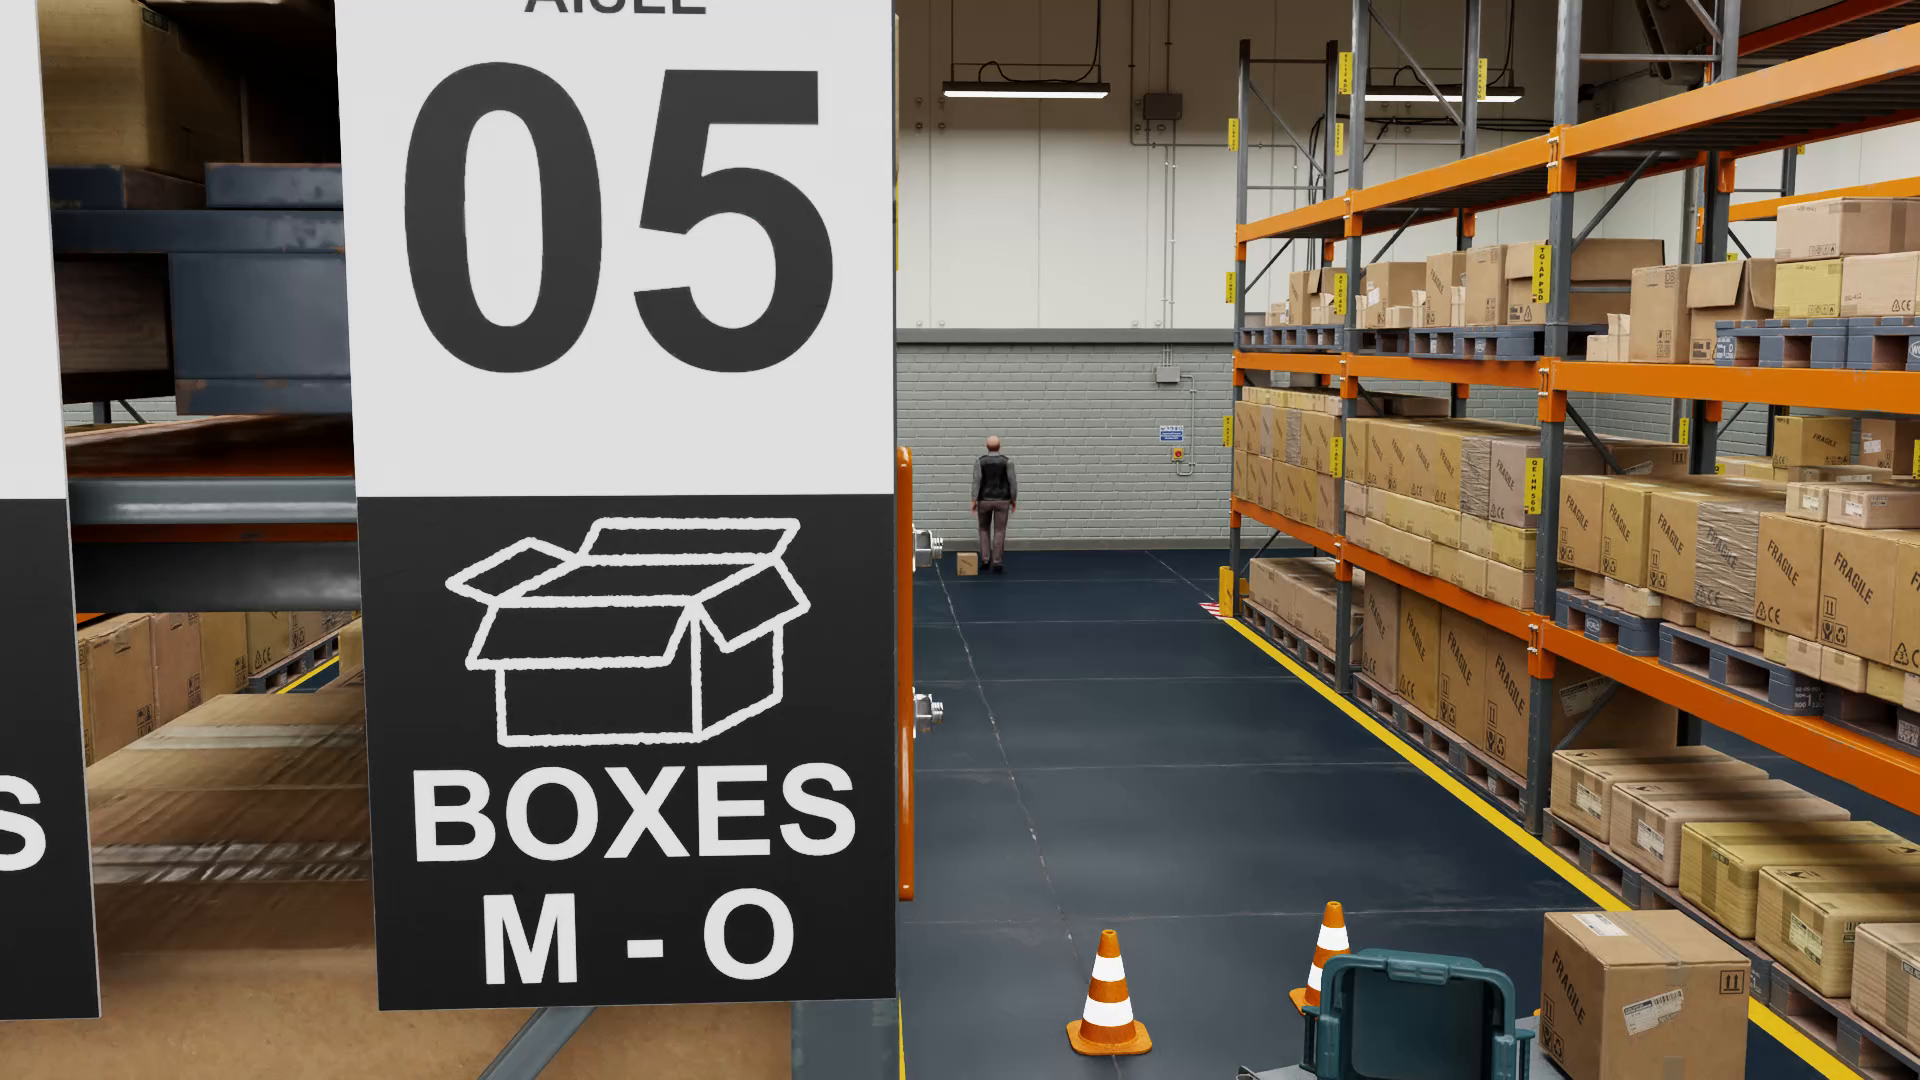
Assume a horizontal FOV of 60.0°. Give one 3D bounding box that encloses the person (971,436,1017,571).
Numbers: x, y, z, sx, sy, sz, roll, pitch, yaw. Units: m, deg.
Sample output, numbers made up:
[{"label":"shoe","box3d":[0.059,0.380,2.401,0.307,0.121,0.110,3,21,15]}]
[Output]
[{"label":"person","box3d":[0.443,-0.440,21.167,0.572,1.776,0.691,1,7,8]}]
